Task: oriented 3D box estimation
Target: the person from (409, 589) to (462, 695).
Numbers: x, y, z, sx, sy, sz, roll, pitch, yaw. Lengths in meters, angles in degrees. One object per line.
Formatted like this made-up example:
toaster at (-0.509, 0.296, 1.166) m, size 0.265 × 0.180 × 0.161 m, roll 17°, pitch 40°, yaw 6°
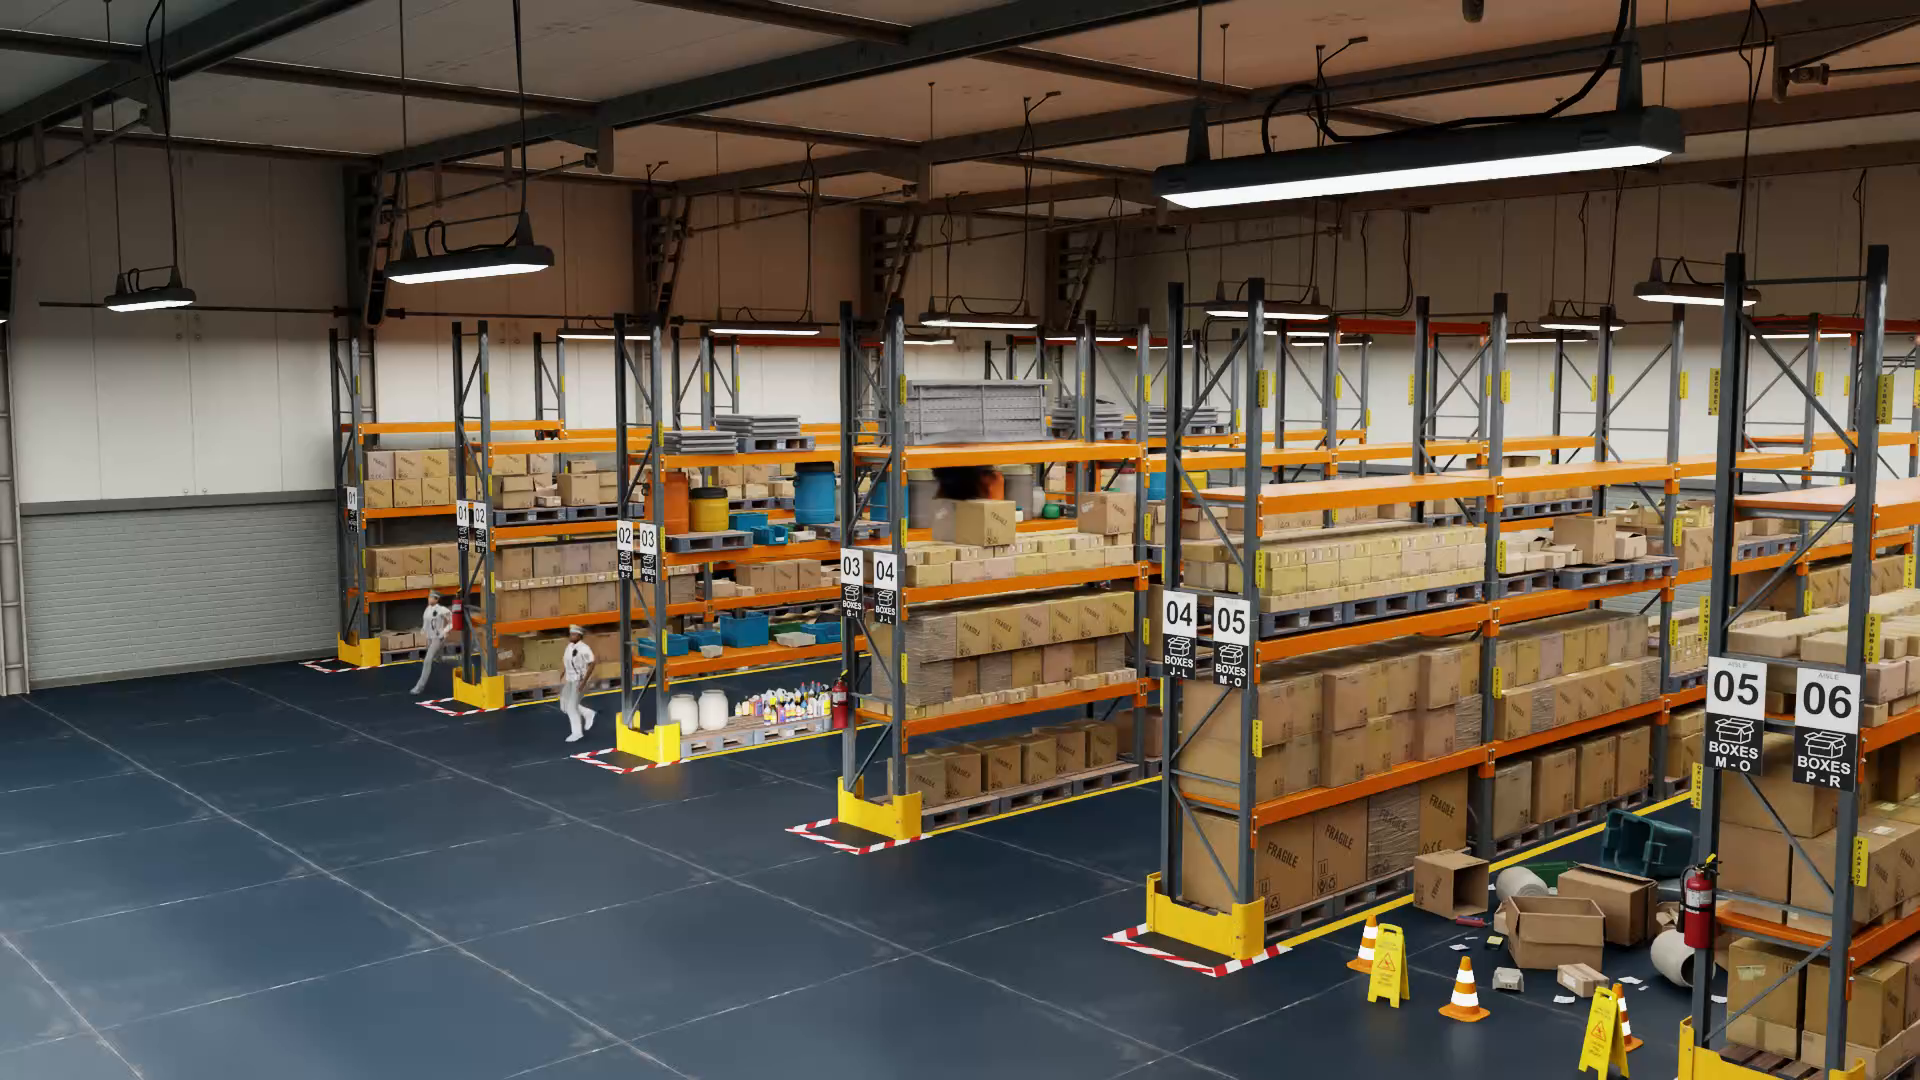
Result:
person at (-8.600, 1.633, 27.376) m, size 1.094 × 1.693 × 0.589 m, roll -5°, pitch 8°, yaw -44°

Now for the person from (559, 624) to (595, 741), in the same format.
person at (-5.428, 2.013, 23.701) m, size 0.523 × 1.670 × 0.610 m, roll -5°, pitch 8°, yaw -43°
